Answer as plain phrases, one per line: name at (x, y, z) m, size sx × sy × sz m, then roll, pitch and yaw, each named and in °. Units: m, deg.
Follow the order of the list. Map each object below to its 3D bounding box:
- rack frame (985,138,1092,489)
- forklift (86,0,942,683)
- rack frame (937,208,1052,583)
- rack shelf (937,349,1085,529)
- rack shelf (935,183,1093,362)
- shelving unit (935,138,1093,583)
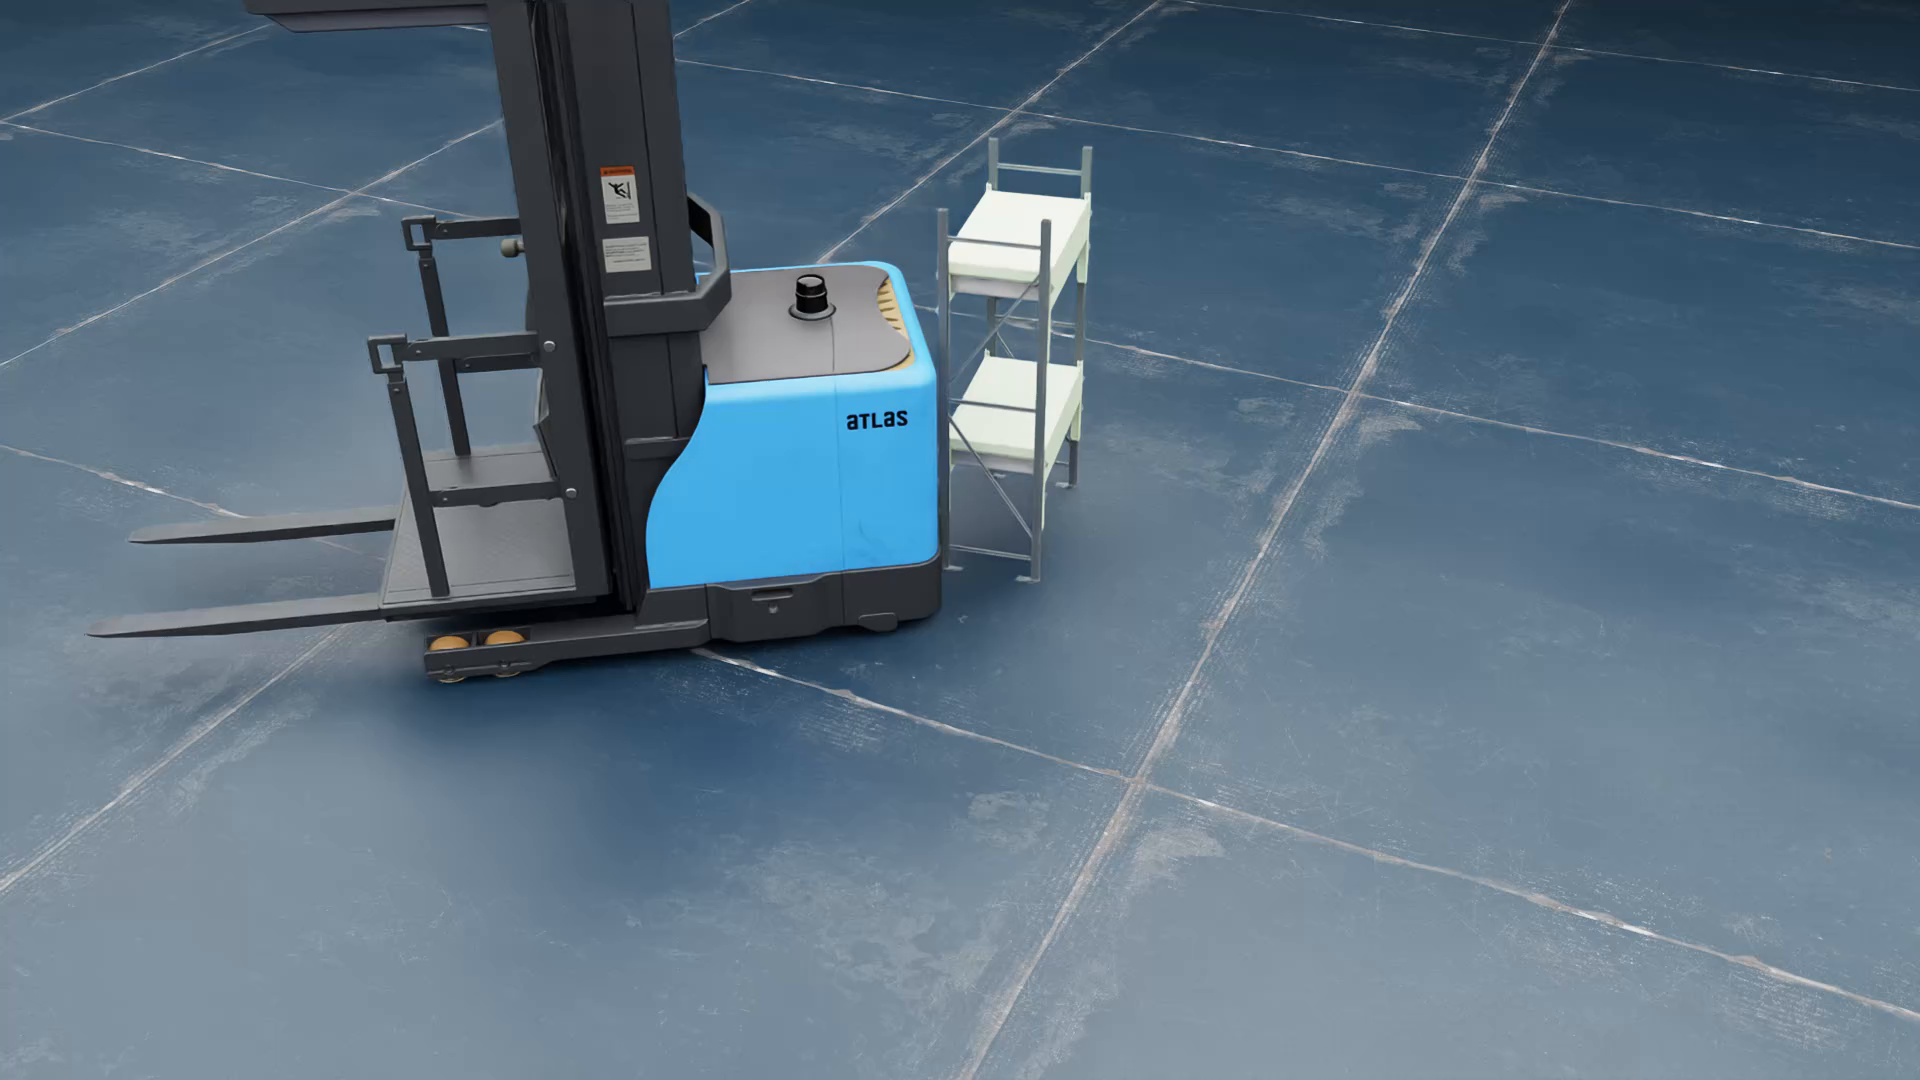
rack frame at (0.304, -0.880, 6.724) m, size 0.400 × 1.500 × 0.023 m, roll 8°, pitch 34°, yaw 12°
forklift at (-1.633, -1.027, 5.643) m, size 3.031 × 2.935 × 1.130 m, roll -5°, pitch 34°, yaw -8°
rack frame at (0.118, -0.492, 6.132) m, size 0.400 × 1.500 × 0.023 m, roll 8°, pitch 34°, yaw 12°
rack shelf at (0.211, -0.413, 6.607) m, size 0.431 × 0.370 × 0.720 m, roll 8°, pitch 34°, yaw 12°
rack shelf at (0.211, -1.012, 6.214) m, size 0.431 × 0.370 × 0.720 m, roll 8°, pitch 34°, yaw 12°
shelving unit at (0.211, -0.686, 6.428) m, size 0.431 × 1.500 × 0.755 m, roll 8°, pitch 34°, yaw 12°
